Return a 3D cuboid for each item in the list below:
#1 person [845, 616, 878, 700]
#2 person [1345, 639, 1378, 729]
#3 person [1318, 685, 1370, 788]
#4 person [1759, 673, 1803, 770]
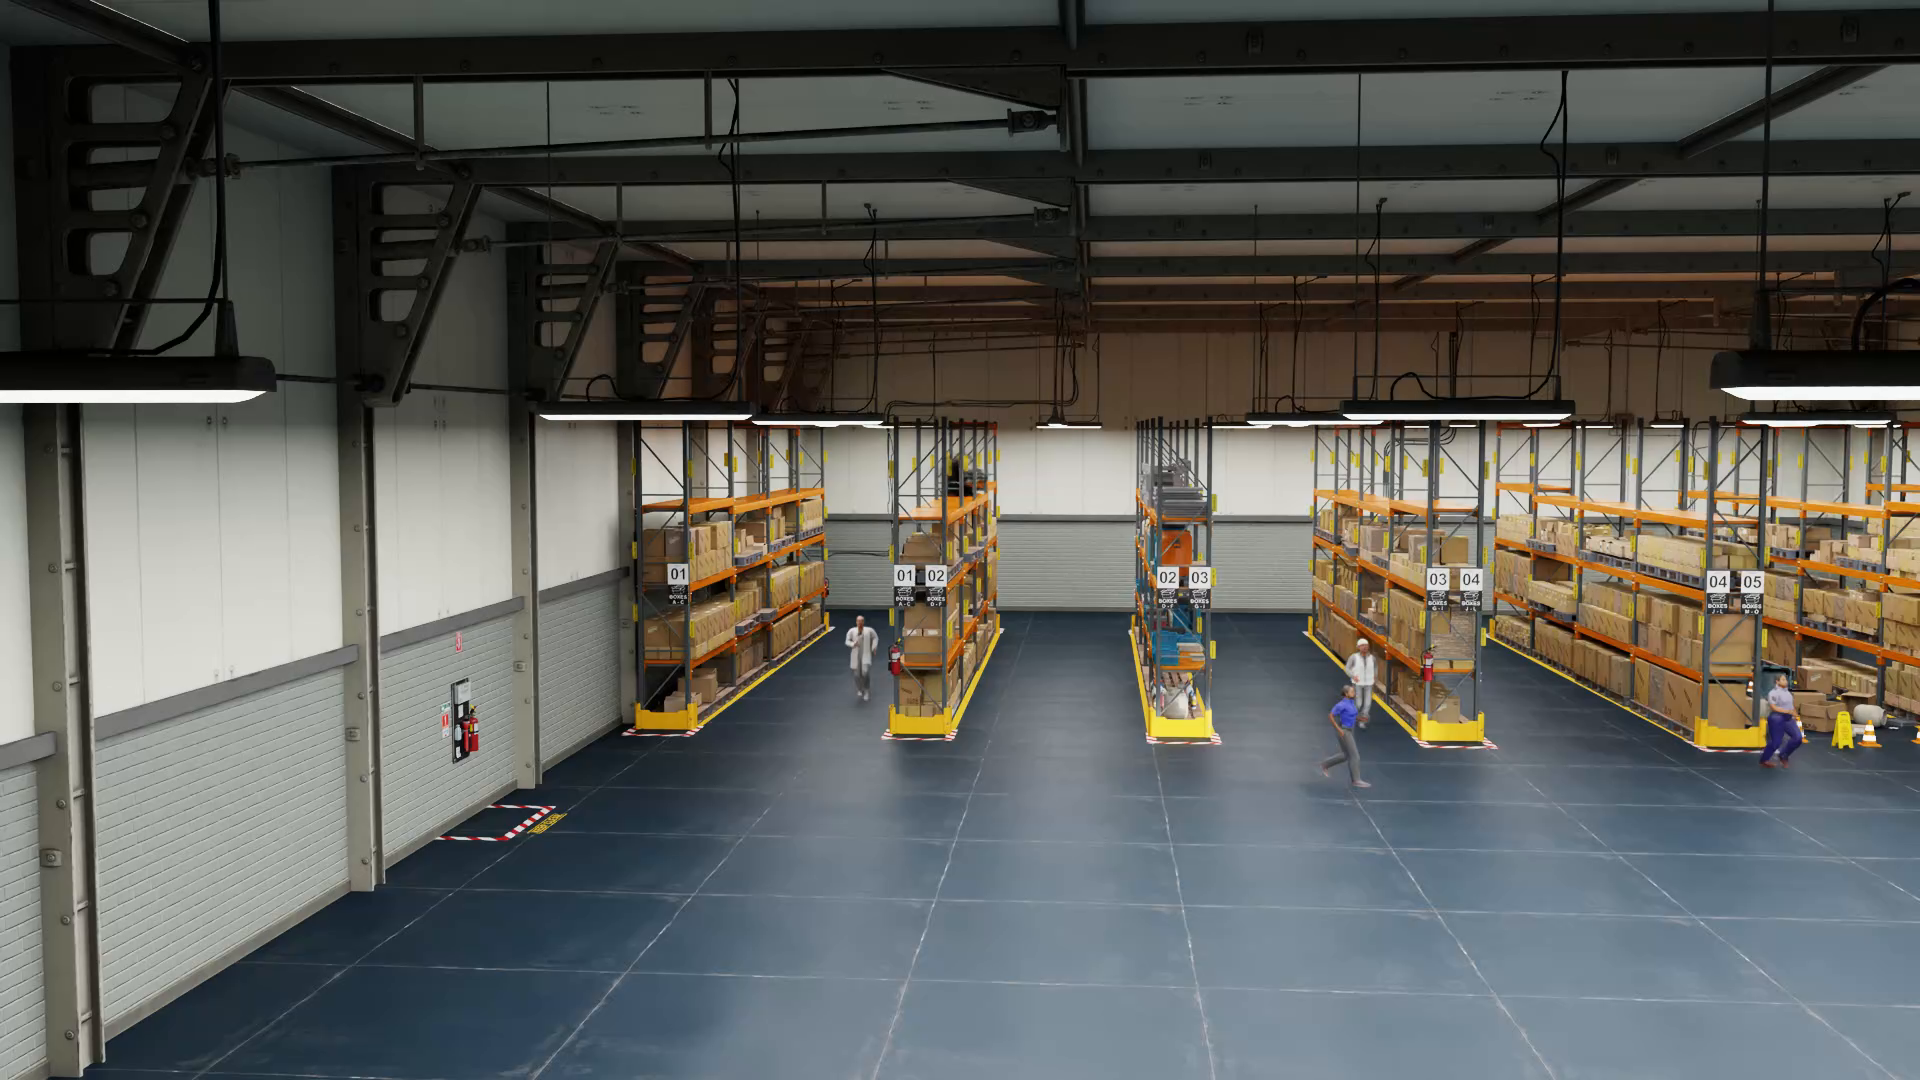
[{"bbox_3d":[-2.112,2.522,35.523,0.674,1.807,0.782,0,4,3],"label":"person"},{"bbox_3d":[7.766,2.760,32.117,0.653,1.726,0.584,0,4,-4],"label":"person"},{"bbox_3d":[6.194,3.138,26.801,0.846,1.635,0.578,2,4,29],"label":"person"},{"bbox_3d":[13.918,3.088,28.175,0.605,1.625,0.629,-2,4,-34],"label":"person"}]
